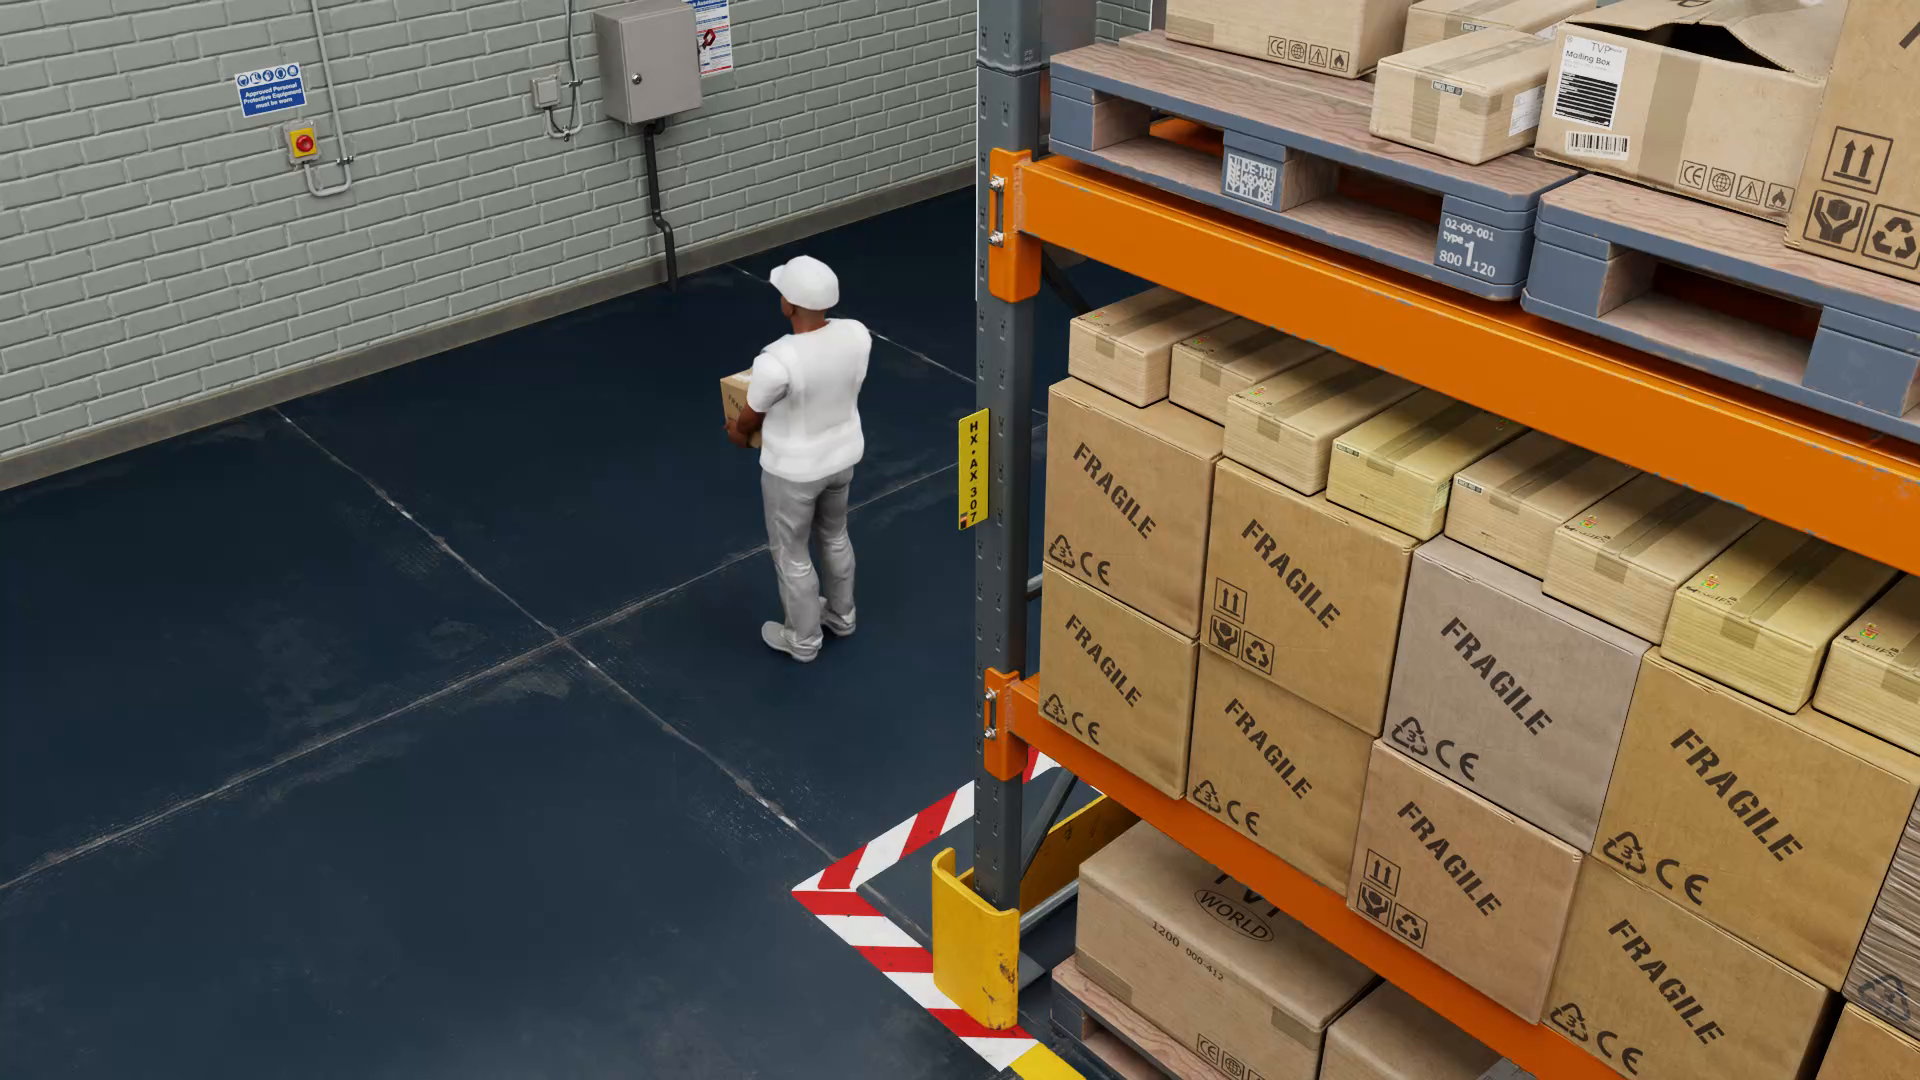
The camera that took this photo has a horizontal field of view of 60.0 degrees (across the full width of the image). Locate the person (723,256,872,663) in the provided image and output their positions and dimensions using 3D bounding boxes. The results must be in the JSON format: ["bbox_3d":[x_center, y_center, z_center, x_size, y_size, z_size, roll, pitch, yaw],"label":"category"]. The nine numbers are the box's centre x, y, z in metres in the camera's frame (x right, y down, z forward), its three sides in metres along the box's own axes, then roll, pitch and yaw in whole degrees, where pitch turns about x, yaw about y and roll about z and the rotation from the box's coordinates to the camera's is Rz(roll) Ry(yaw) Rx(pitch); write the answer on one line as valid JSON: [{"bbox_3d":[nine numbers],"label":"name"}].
[{"bbox_3d":[-0.664,-0.350,6.683,0.510,1.767,0.575,-26,40,-35],"label":"person"}]
